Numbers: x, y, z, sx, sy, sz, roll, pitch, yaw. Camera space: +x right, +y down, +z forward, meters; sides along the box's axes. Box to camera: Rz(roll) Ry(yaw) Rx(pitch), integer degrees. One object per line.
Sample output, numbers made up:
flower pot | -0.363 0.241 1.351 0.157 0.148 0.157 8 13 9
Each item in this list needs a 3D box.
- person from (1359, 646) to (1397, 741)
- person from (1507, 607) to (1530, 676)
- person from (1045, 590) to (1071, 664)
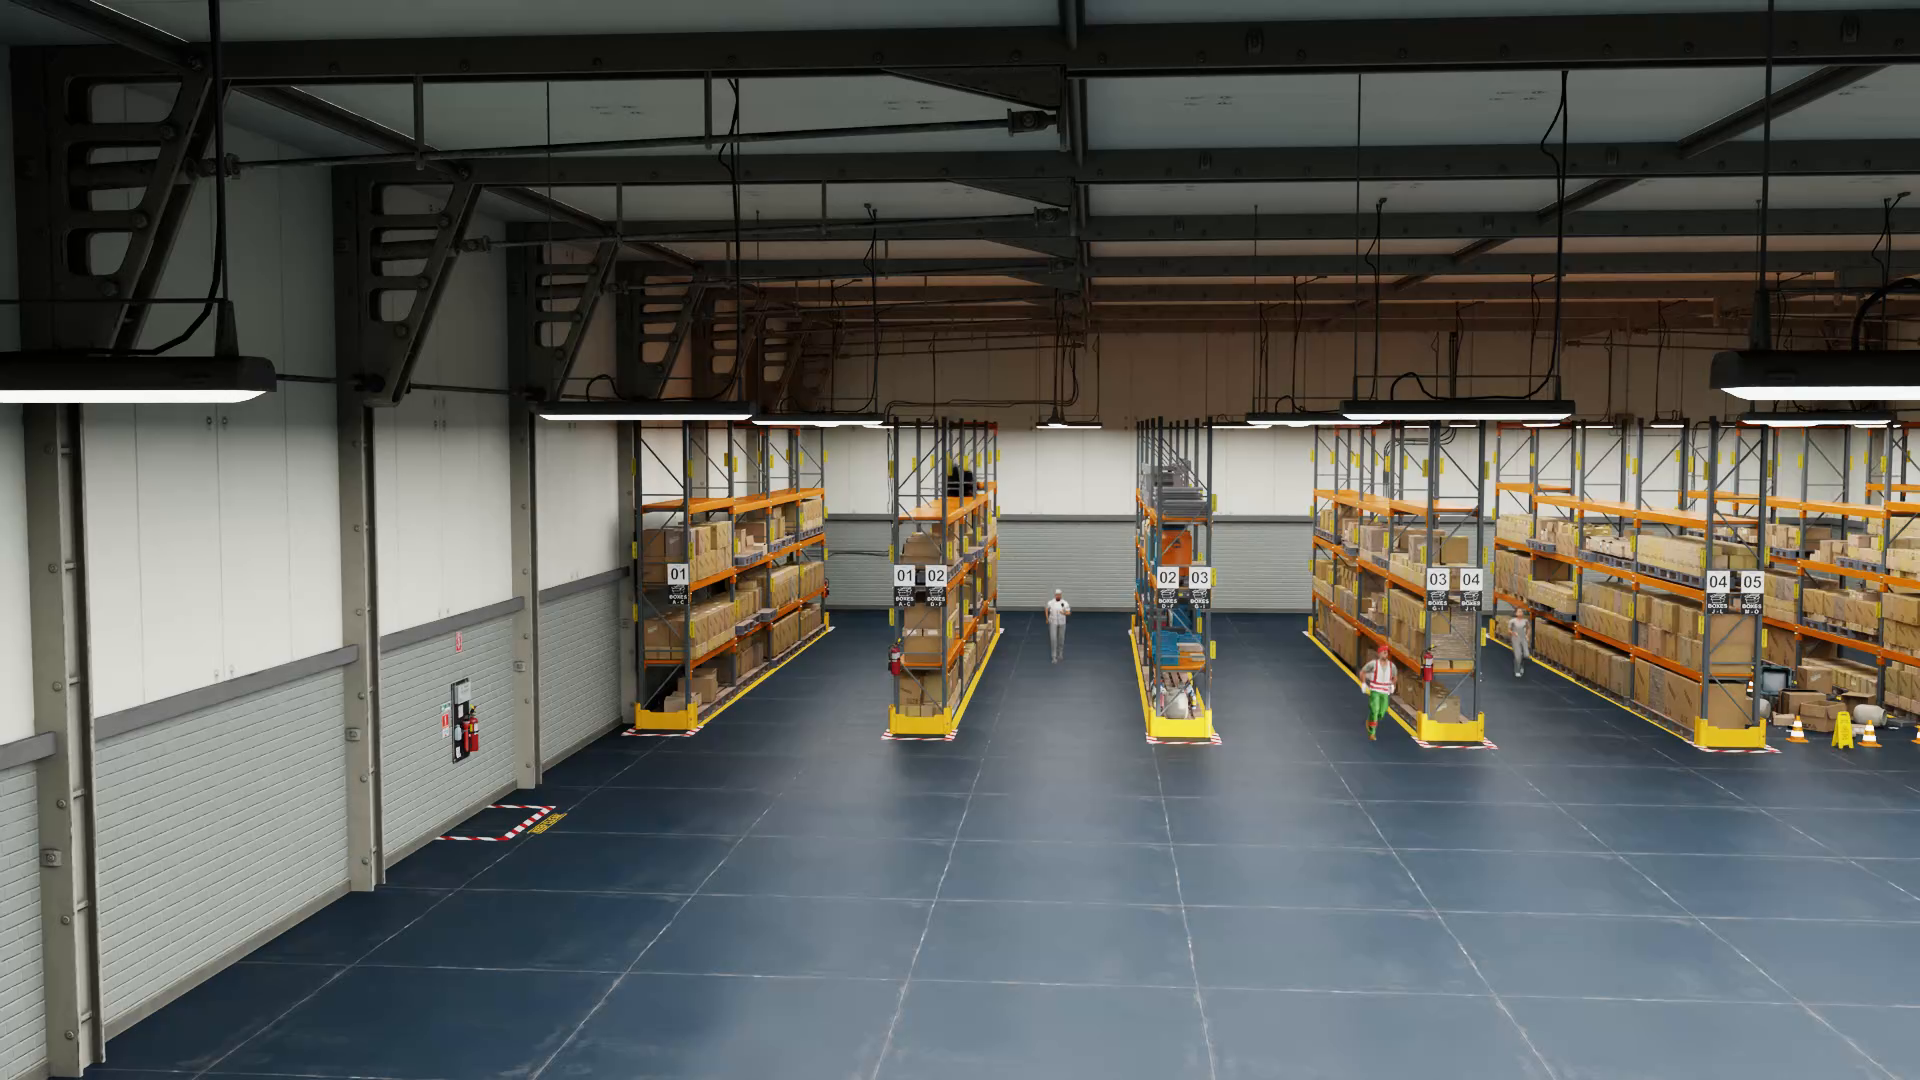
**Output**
person | 7.818 2.834 31.037 0.712 1.739 0.753 0 4 -3
person | 13.044 2.374 38.730 0.557 1.625 0.564 0 4 4
person | 2.313 2.022 39.298 0.594 1.710 0.814 0 4 -1
